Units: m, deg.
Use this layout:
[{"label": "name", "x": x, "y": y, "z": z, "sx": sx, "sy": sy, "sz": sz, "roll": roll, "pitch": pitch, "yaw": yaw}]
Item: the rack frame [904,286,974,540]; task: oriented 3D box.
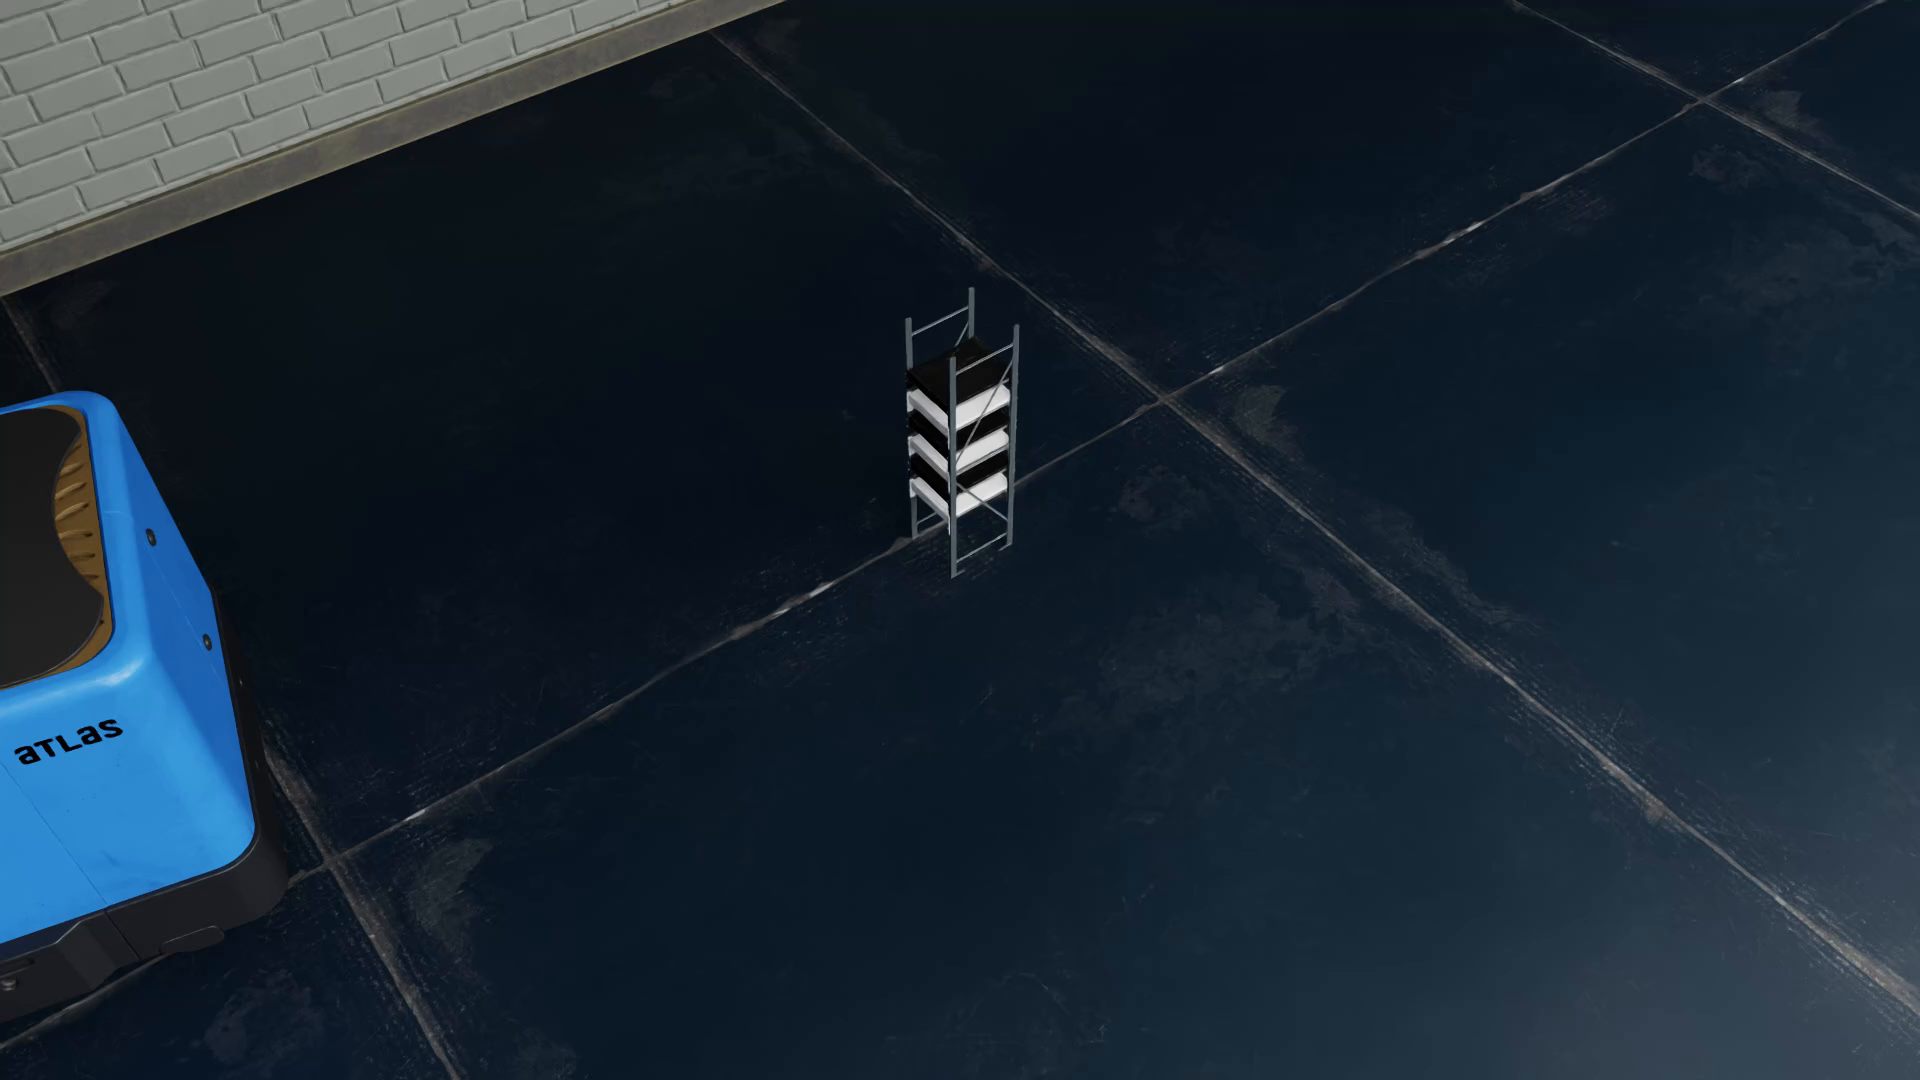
[{"label": "rack frame", "x": -0.057, "y": -0.357, "z": 4.967, "sx": 0.240, "sy": 0.900, "sz": 0.006, "roll": -29, "pitch": 54, "yaw": -24}]

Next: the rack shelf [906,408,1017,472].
[{"label": "rack shelf", "x": 0.005, "y": -0.336, "z": 4.870, "sx": 0.258, "sy": 0.077, "sz": 0.200, "roll": -29, "pitch": 54, "yaw": -24}]

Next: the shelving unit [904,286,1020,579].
[{"label": "shelving unit", "x": 0.005, "y": -0.297, "z": 4.912, "sx": 0.258, "sy": 0.900, "sz": 0.210, "roll": -29, "pitch": 54, "yaw": -24}]

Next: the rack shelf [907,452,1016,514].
[{"label": "rack shelf", "x": 0.005, "y": -0.215, "z": 5.004, "sx": 0.258, "sy": 0.077, "sz": 0.200, "roll": -29, "pitch": 54, "yaw": -24}]

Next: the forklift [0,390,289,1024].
[{"label": "forklift", "x": -3.315, "y": 0.112, "z": 3.170, "sx": 3.031, "sy": 2.935, "sz": 1.130, "roll": -18, "pitch": 50, "yaw": -16}]

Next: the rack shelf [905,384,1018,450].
[{"label": "rack shelf", "x": 0.005, "y": -0.396, "z": 4.804, "sx": 0.258, "sy": 0.077, "sz": 0.200, "roll": -29, "pitch": 54, "yaw": -24}]

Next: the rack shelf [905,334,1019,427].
[{"label": "rack shelf", "x": 0.005, "y": -0.456, "z": 4.737, "sx": 0.258, "sy": 0.077, "sz": 0.200, "roll": -29, "pitch": 54, "yaw": -24}]

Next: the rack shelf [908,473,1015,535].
[{"label": "rack shelf", "x": 0.005, "y": -0.154, "z": 5.070, "sx": 0.258, "sy": 0.077, "sz": 0.200, "roll": -29, "pitch": 54, "yaw": -24}]

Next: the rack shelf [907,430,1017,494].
[{"label": "rack shelf", "x": 0.005, "y": -0.275, "z": 4.937, "sx": 0.258, "sy": 0.077, "sz": 0.200, "roll": -29, "pitch": 54, "yaw": -24}]

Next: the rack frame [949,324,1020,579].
[{"label": "rack frame", "x": 0.066, "y": -0.237, "z": 4.858, "sx": 0.240, "sy": 0.900, "sz": 0.006, "roll": -29, "pitch": 54, "yaw": -24}]
